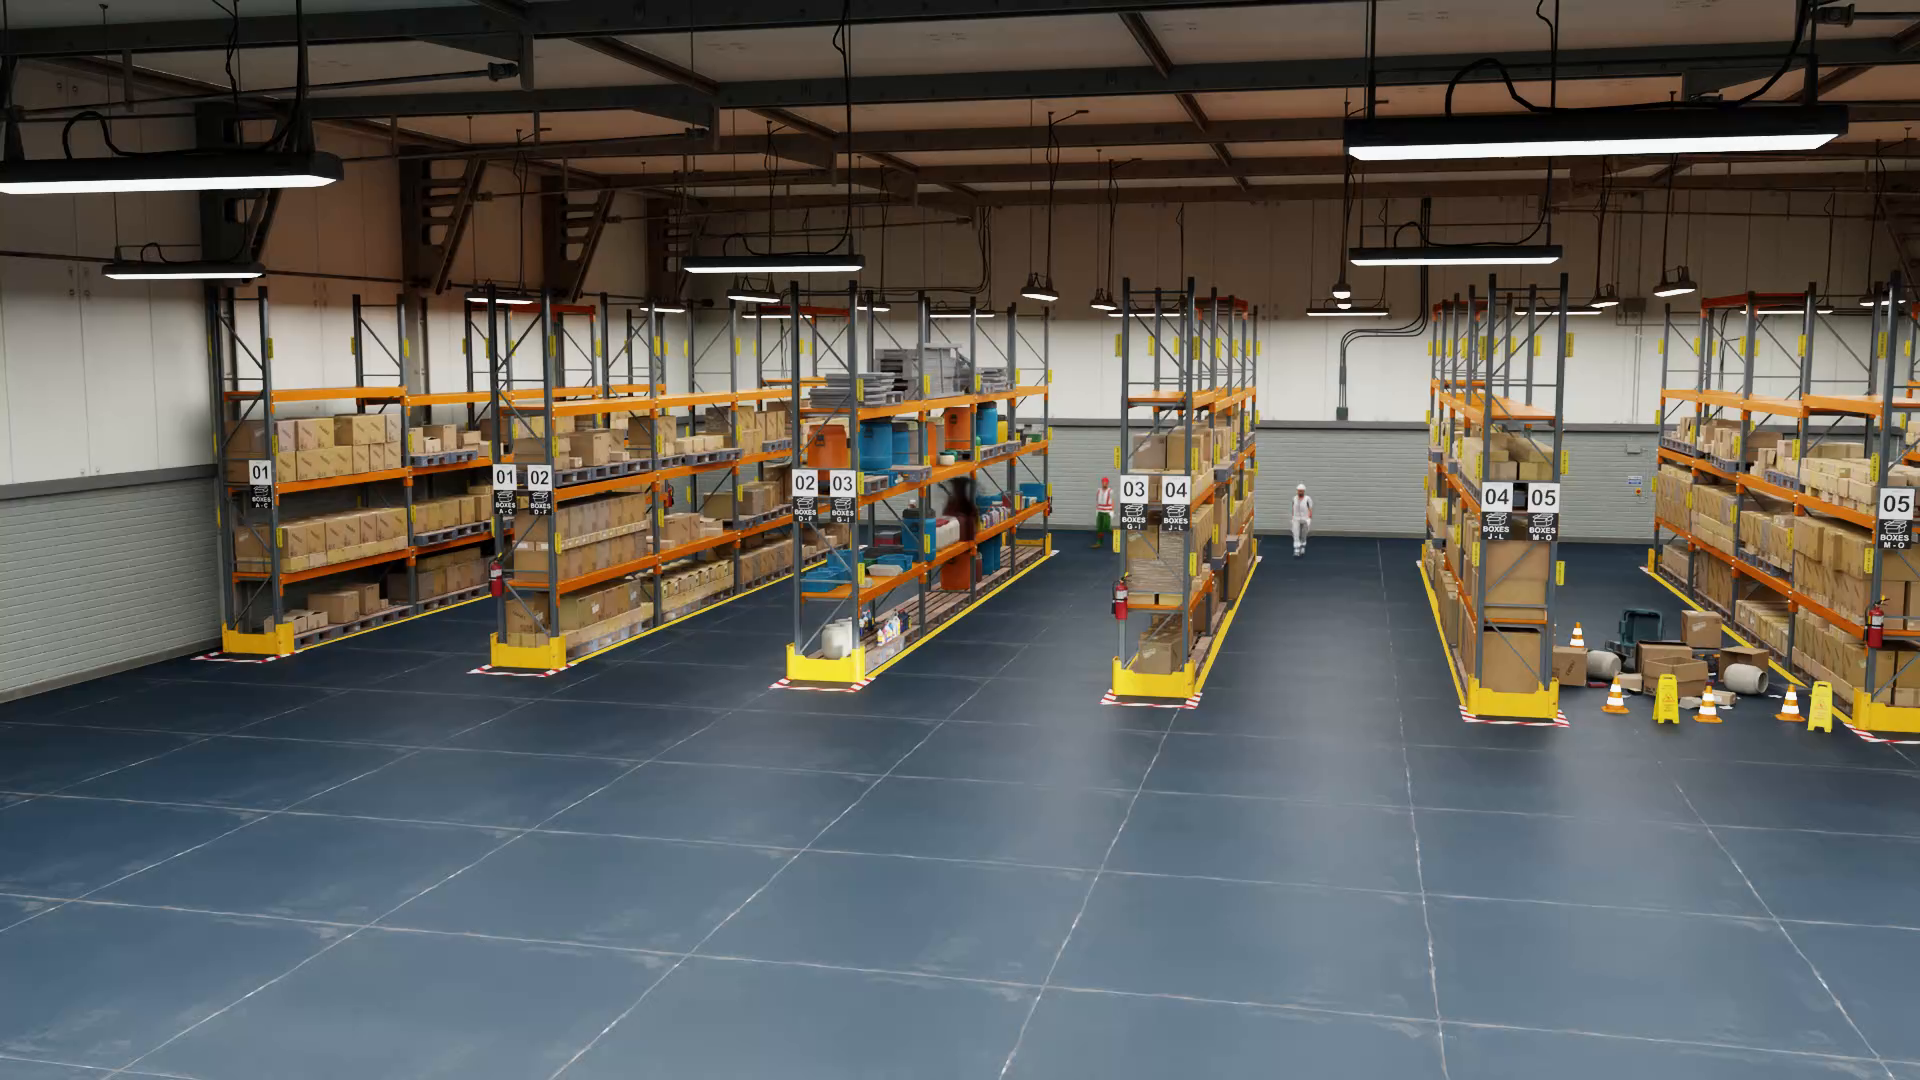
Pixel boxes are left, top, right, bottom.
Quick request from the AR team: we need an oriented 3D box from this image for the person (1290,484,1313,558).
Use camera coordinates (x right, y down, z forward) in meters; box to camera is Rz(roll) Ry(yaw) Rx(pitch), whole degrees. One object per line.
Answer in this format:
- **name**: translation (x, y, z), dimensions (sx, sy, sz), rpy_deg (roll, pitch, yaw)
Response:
- **person**: translation (8.195, -0.465, 39.899), dimensions (0.528, 1.732, 1.063), rpy_deg (1, 7, 12)

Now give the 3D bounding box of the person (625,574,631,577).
- **person**: translation (-7.353, 0.003, 36.460), dimensions (0.428, 1.679, 0.520), rpy_deg (1, 7, 9)

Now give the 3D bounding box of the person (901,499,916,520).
- **person**: translation (-1.052, -0.093, 37.546), dimensions (0.641, 1.695, 0.746), rpy_deg (2, 7, 19)

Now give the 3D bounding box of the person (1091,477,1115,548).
- **person**: translation (3.710, -0.726, 41.895), dimensions (0.535, 1.724, 0.539), rpy_deg (-4, 8, -30)
